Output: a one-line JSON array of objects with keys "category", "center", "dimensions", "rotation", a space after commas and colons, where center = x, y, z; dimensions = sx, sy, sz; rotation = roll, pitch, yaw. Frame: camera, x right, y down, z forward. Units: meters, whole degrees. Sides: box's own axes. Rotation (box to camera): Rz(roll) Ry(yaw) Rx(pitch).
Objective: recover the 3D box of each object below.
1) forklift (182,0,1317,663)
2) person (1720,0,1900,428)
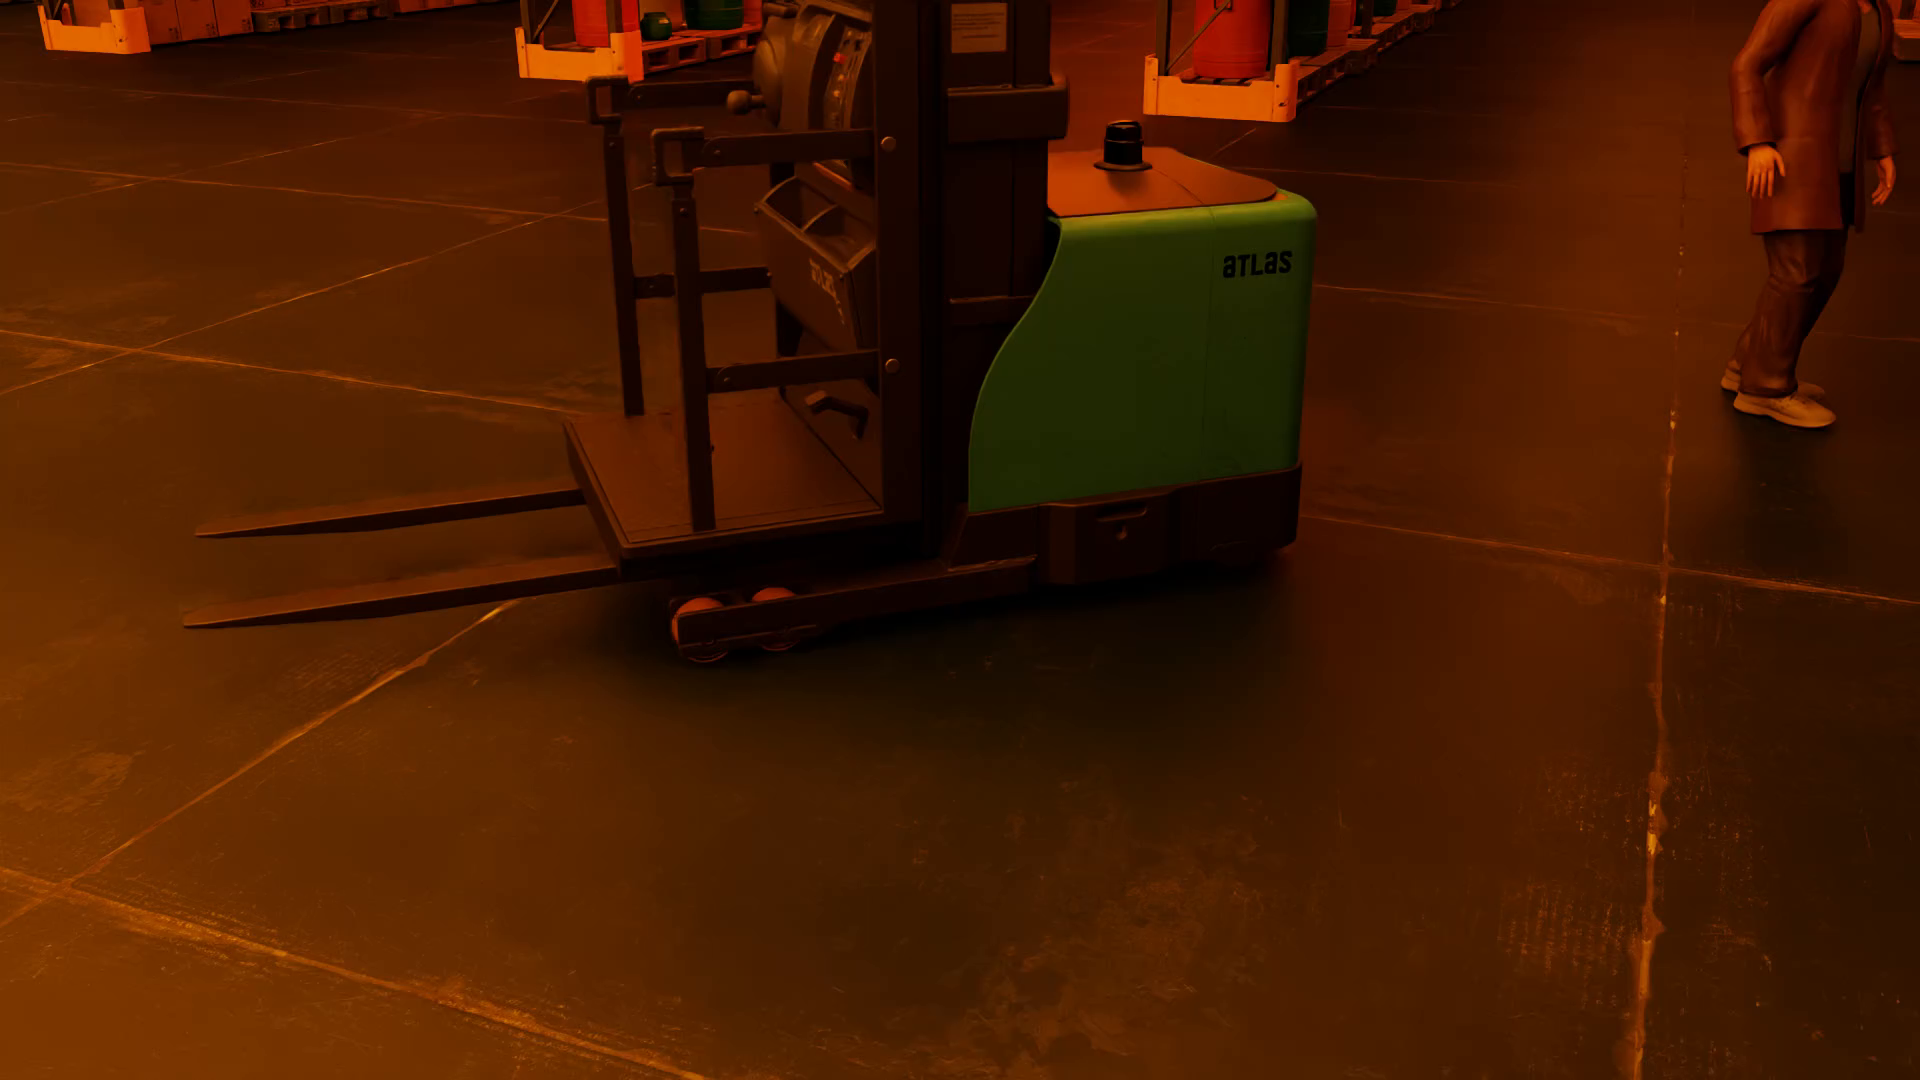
[{"category": "forklift", "center": [-0.577, -1.262, 4.312], "dimensions": [3.031, 2.935, 1.130], "rotation": [-8, 24, -19]}, {"category": "person", "center": [3.133, -1.323, 5.971], "dimensions": [0.787, 1.766, 0.561], "rotation": [-14, 27, -31]}]
